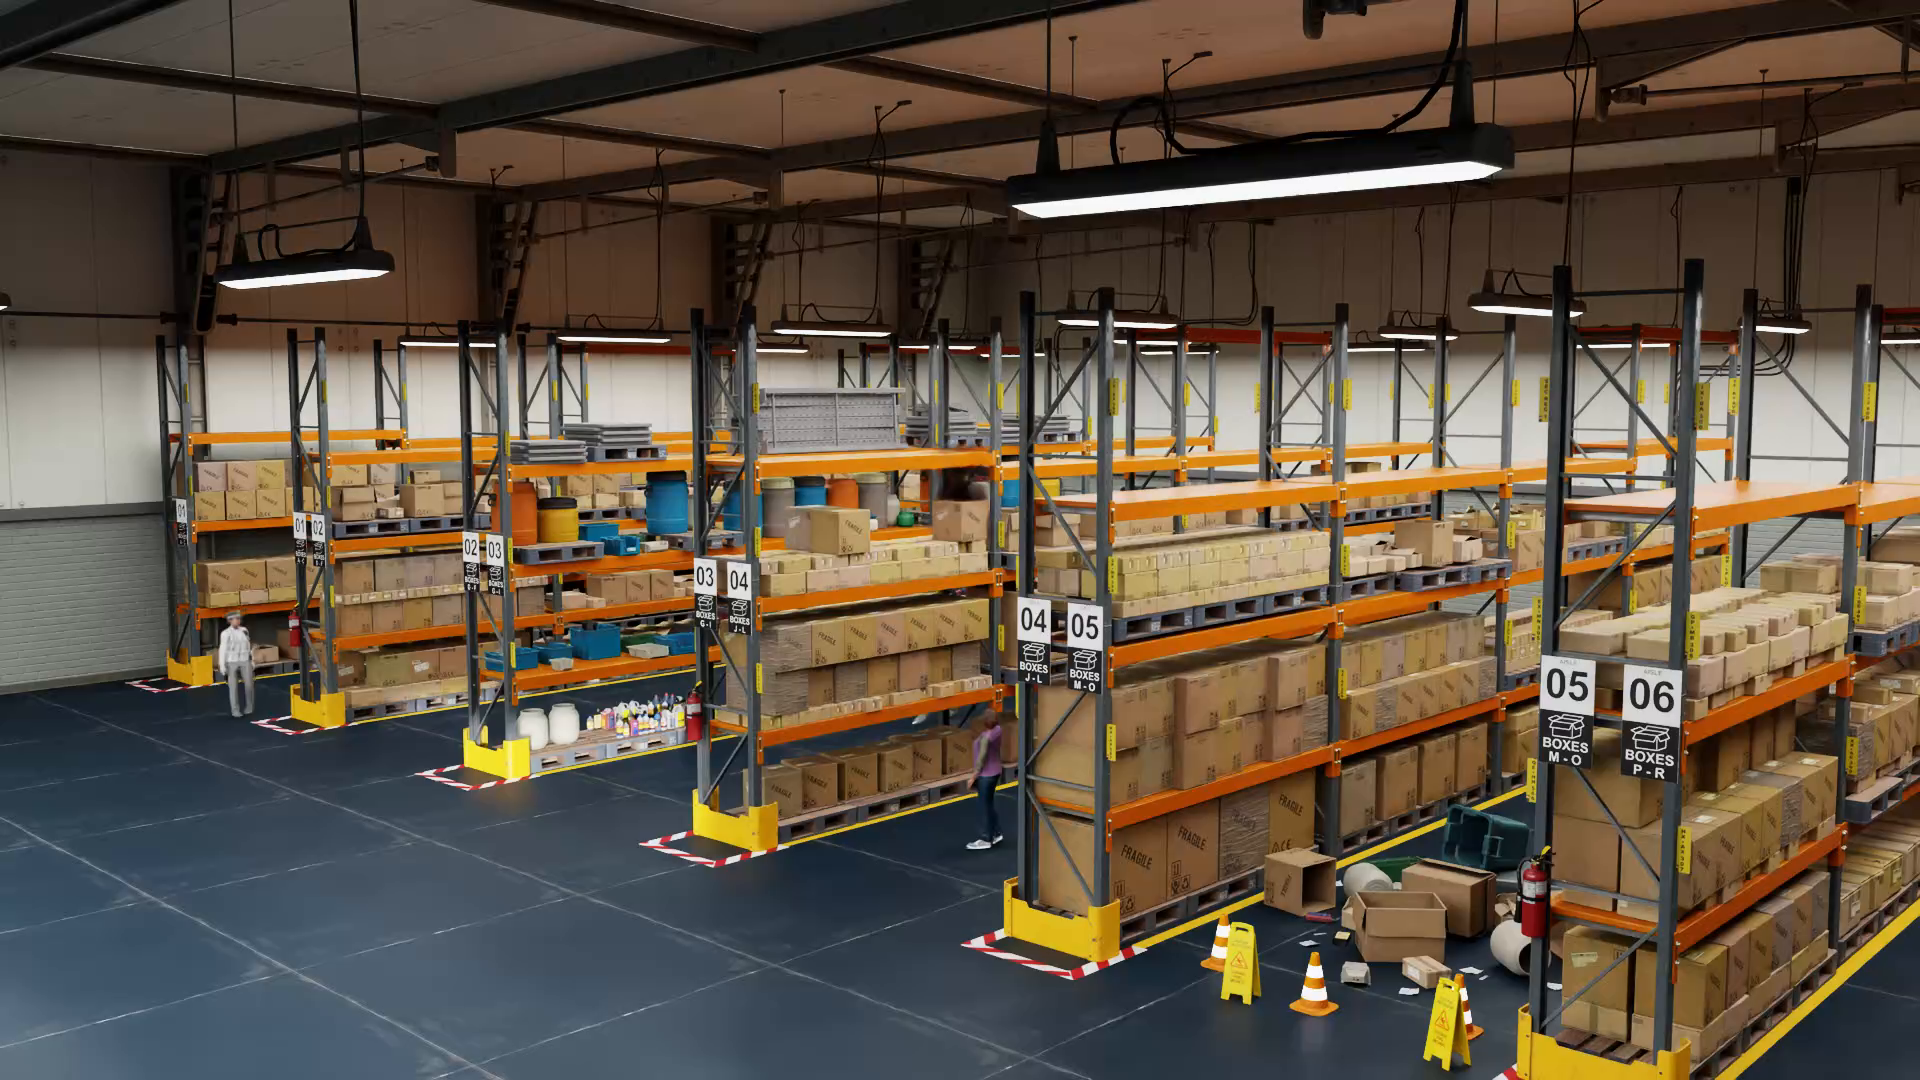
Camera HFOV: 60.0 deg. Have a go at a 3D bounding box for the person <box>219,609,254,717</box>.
[{"bbox_3d":[-11.244,1.910,25.847,0.519,1.671,0.410,-3,6,-29],"label":"person"}]

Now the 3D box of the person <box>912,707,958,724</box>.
[{"bbox_3d":[-0.363,1.939,25.503,0.876,1.806,0.733,-5,7,-44],"label":"person"}]

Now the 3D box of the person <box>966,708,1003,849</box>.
[{"bbox_3d":[0.289,2.656,18.549,0.353,1.605,0.532,2,6,18],"label":"person"}]
